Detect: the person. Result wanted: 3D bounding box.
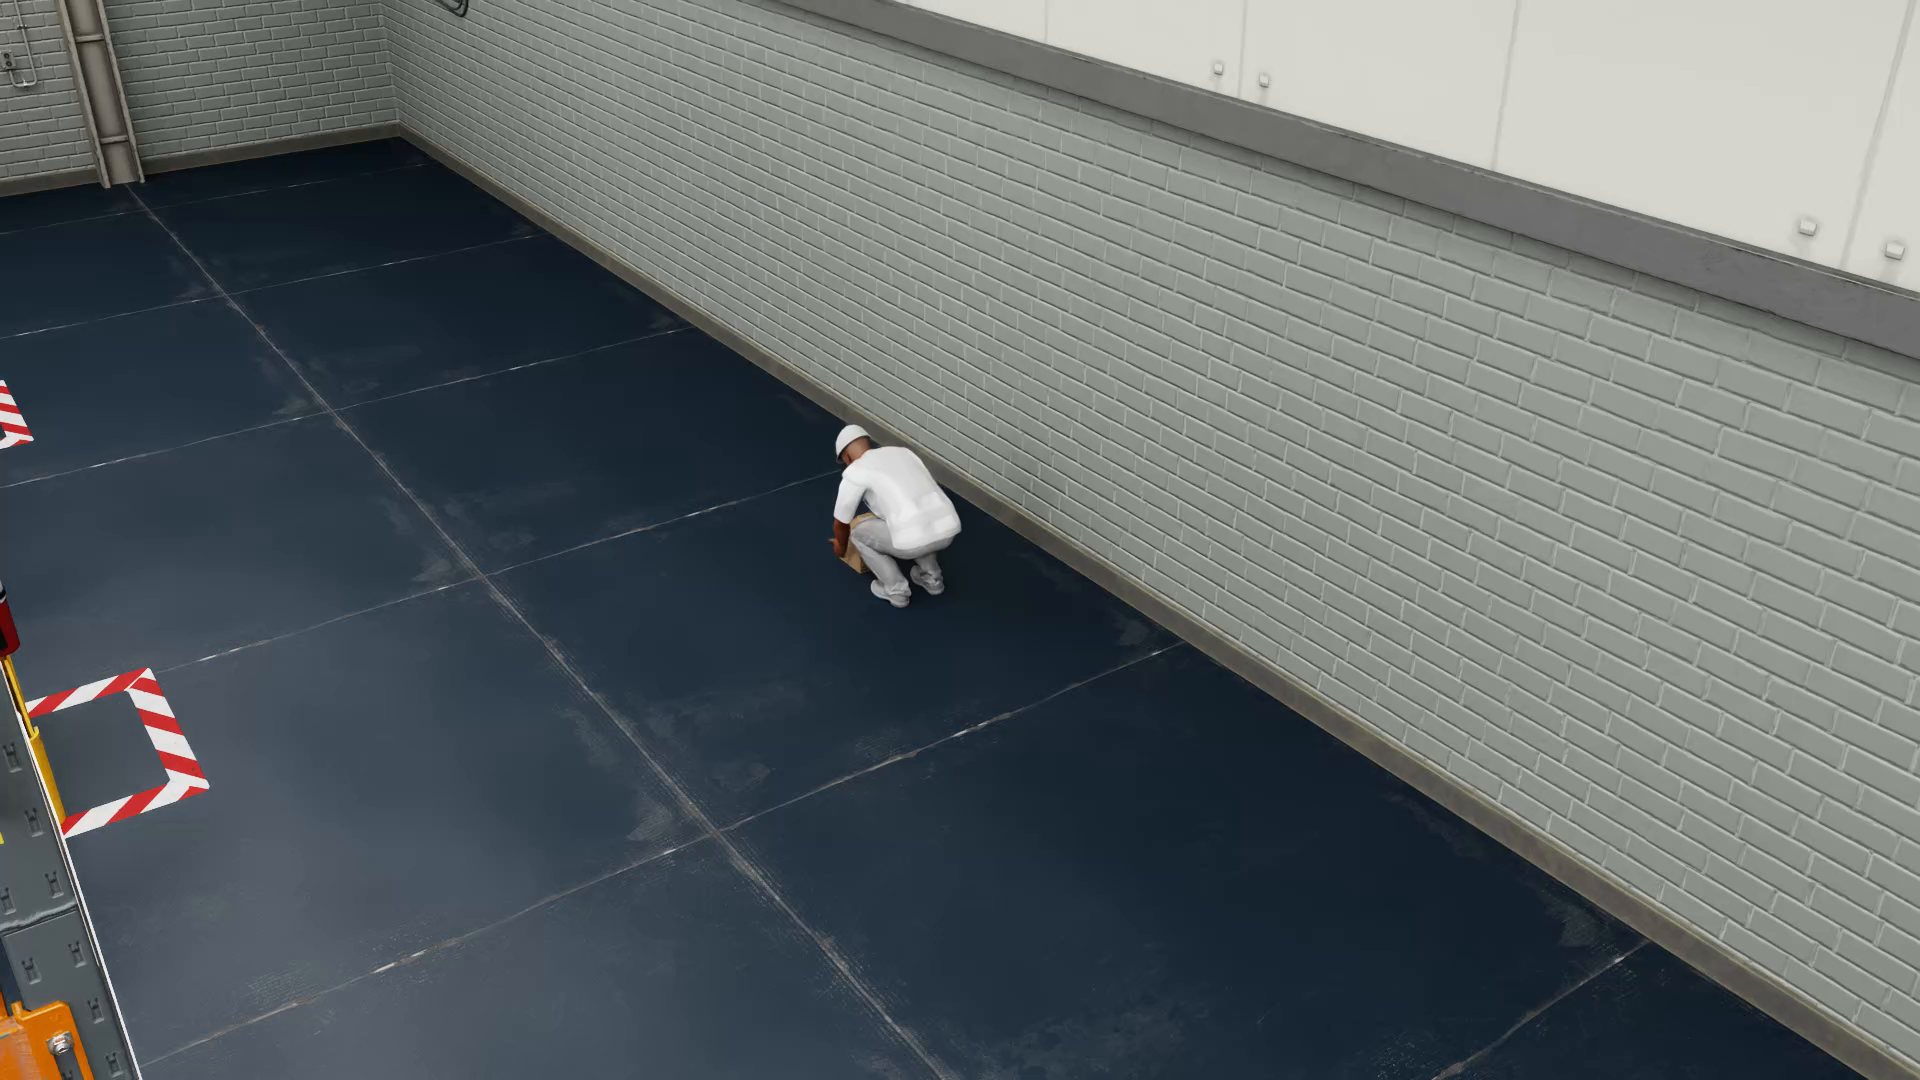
[{"bbox_3d":[-0.412,-0.139,9.744,0.569,0.926,0.896,-19,34,-31],"label":"person"}]
